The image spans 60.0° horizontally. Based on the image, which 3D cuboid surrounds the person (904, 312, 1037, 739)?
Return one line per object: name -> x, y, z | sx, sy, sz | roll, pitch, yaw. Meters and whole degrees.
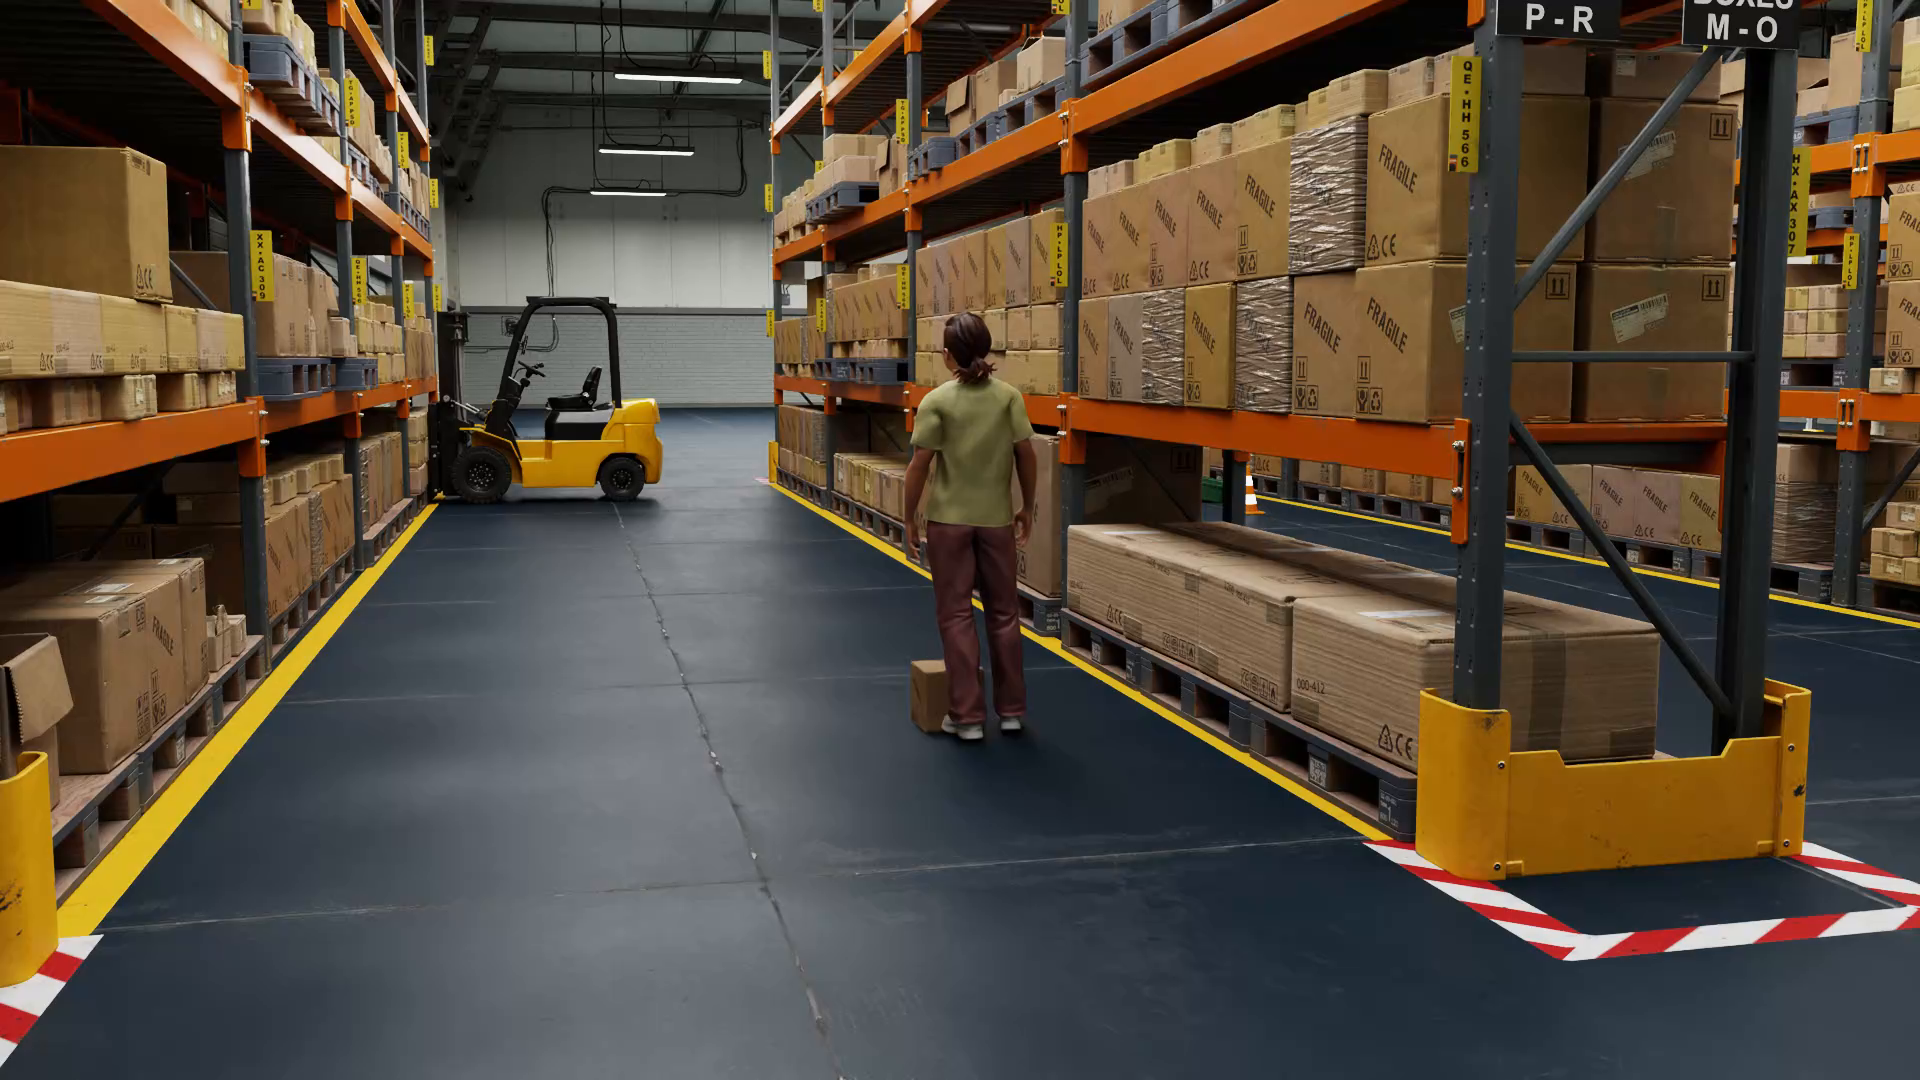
person -> 0.030, -0.055, 6.567 | 0.552, 1.674, 0.549 | -2, 6, -14
